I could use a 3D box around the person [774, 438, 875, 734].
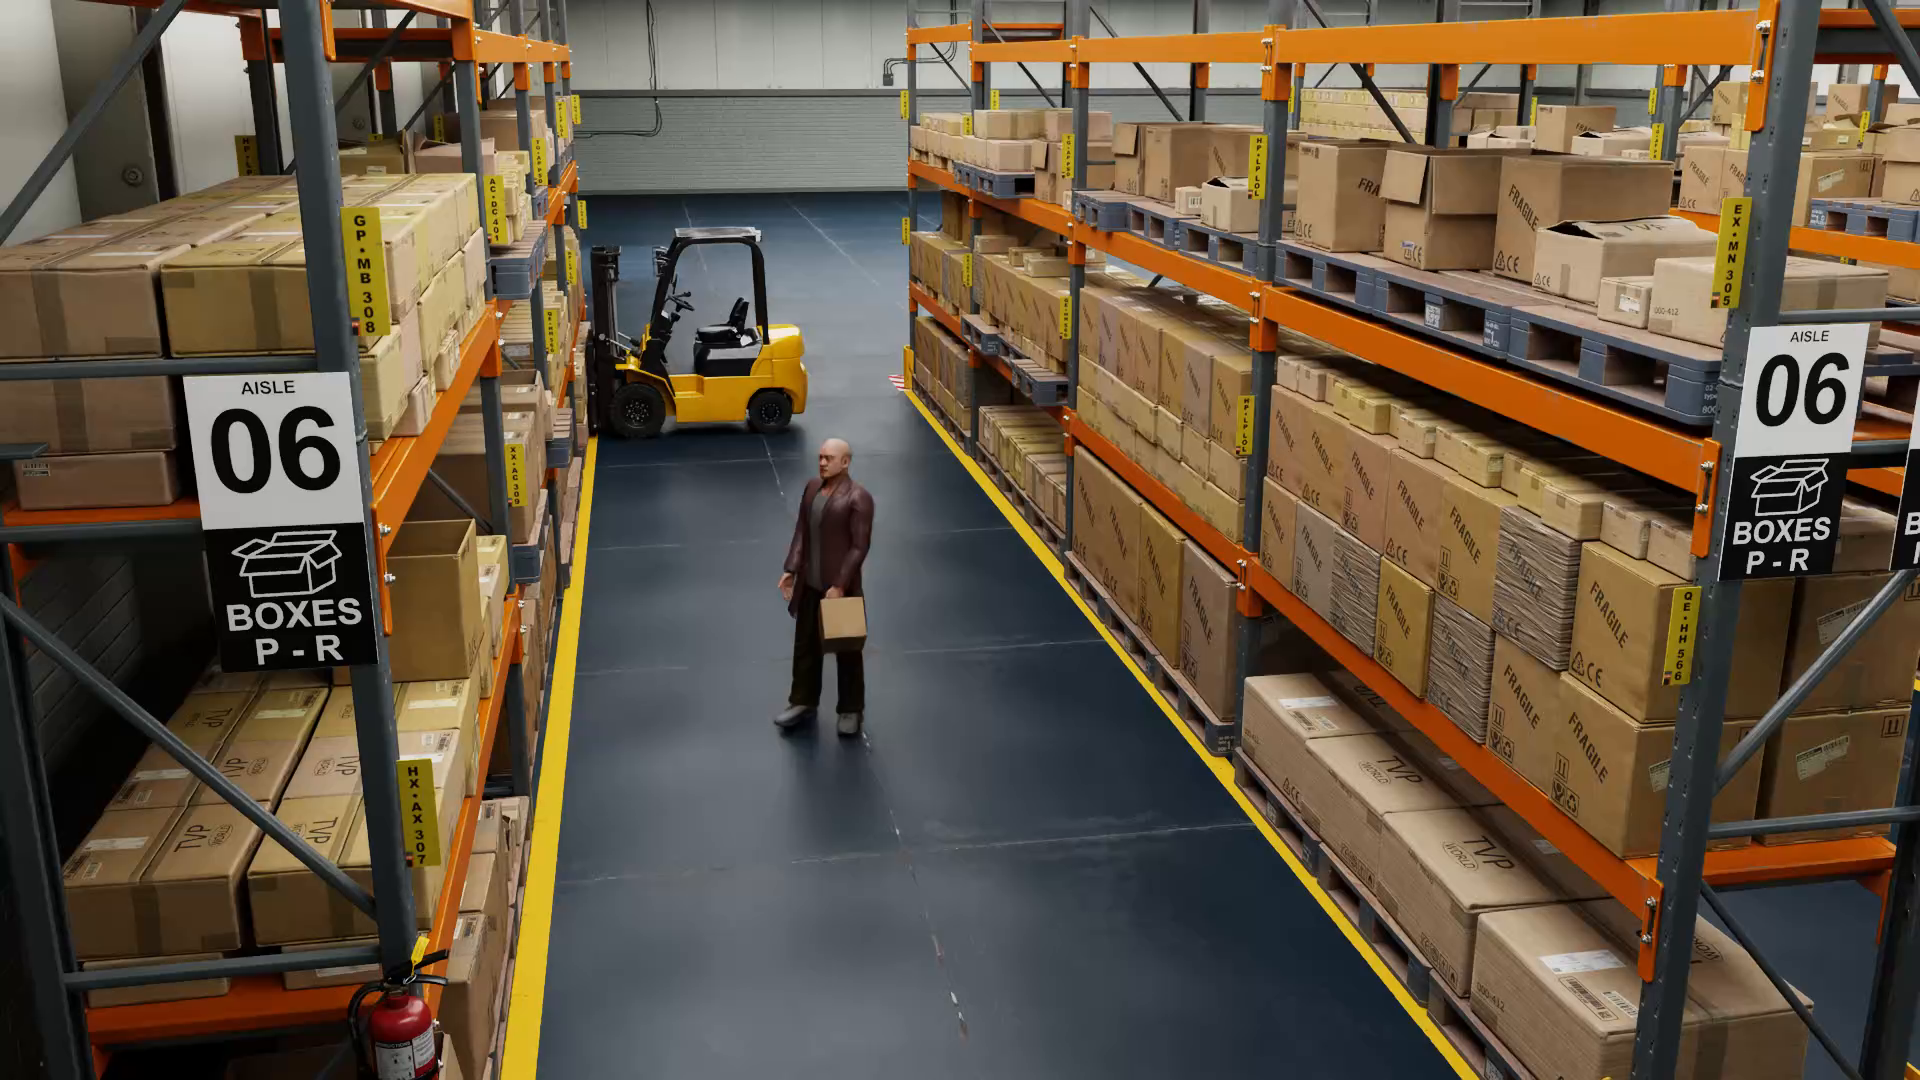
[{"bbox_3d":[-0.836,0.286,10.000,0.577,1.786,0.536,14,21,40],"label":"person"}]
